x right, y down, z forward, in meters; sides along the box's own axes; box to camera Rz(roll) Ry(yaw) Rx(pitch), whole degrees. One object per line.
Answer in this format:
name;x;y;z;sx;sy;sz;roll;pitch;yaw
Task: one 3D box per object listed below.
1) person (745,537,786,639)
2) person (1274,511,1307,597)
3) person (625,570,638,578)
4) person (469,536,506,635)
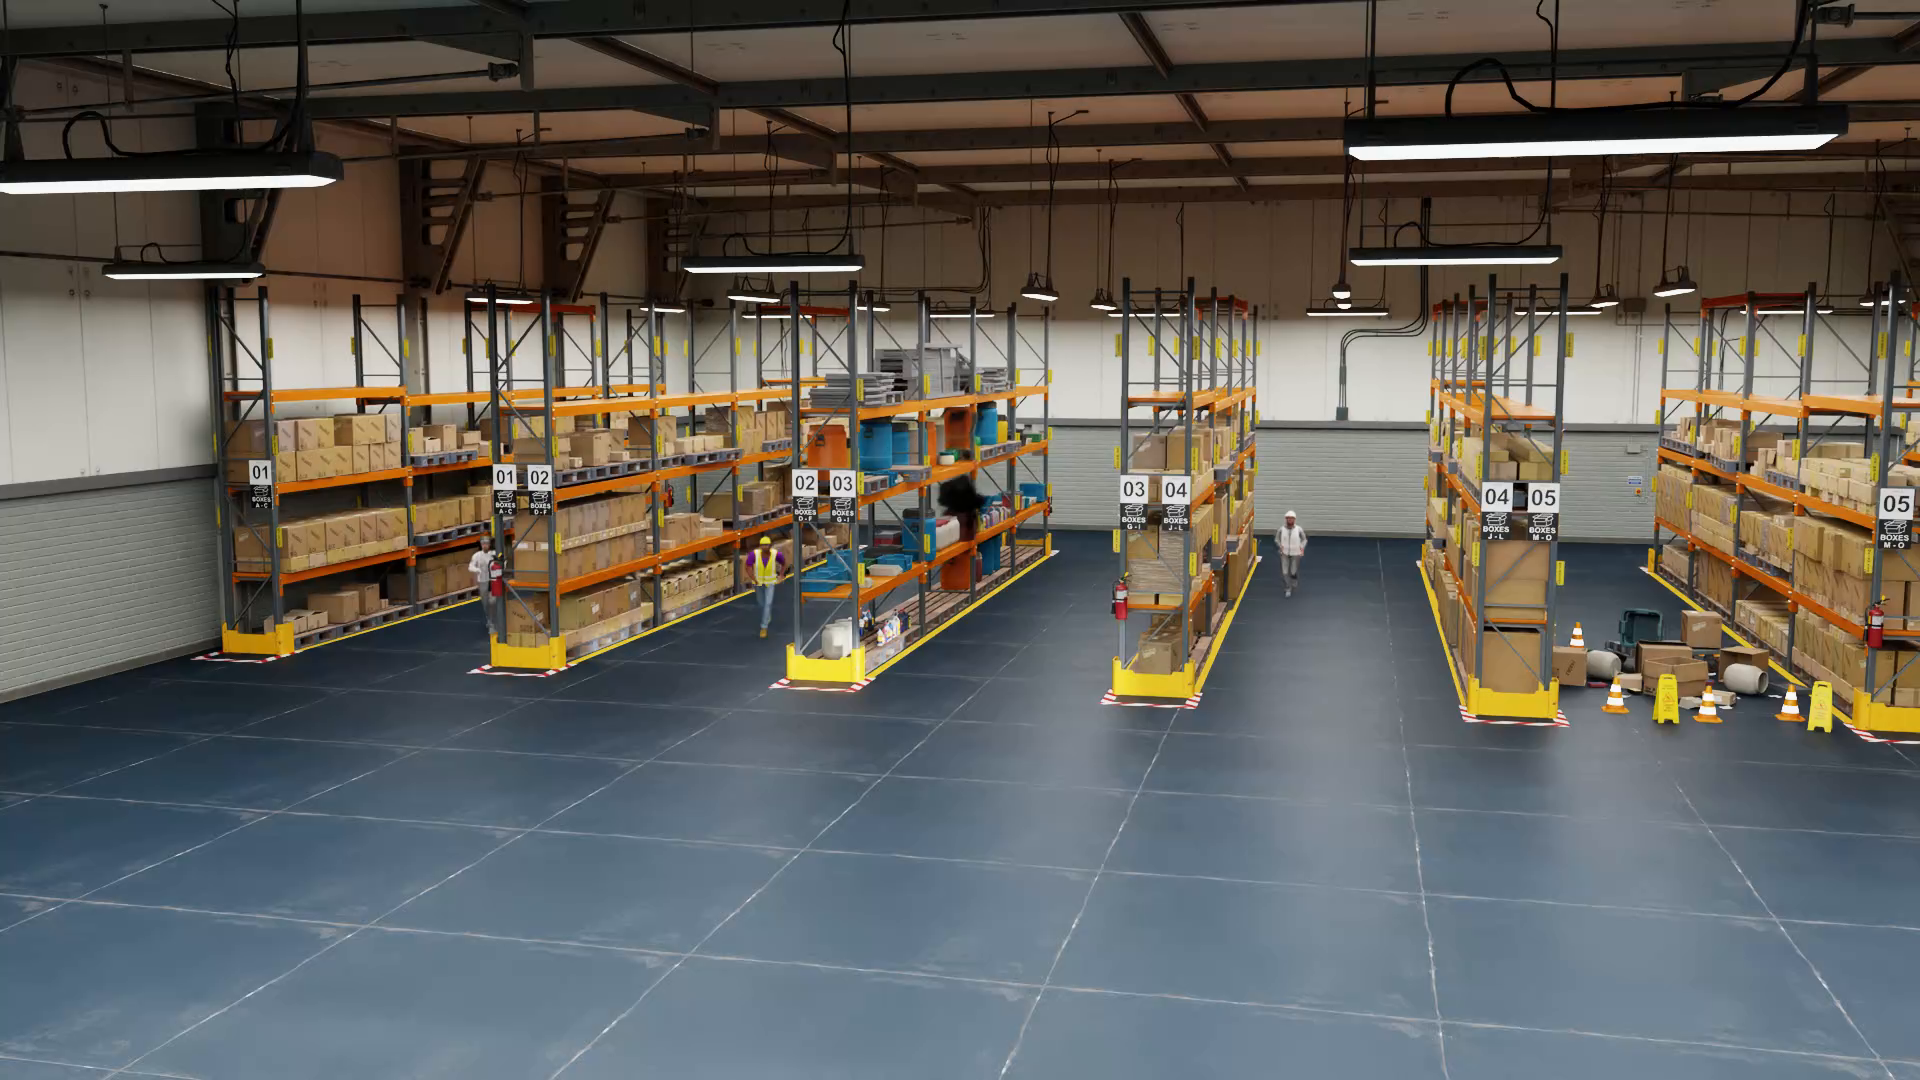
person;-3.421;0.727;29.280;0.700;1.633;1.098;0;7;1
person;6.701;0.278;33.768;0.661;1.731;0.584;2;7;15
person;-7.061;0.164;35.315;0.555;1.616;0.786;2;7;13
person;-8.373;0.779;29.451;0.598;1.743;0.779;-1;7;-6
